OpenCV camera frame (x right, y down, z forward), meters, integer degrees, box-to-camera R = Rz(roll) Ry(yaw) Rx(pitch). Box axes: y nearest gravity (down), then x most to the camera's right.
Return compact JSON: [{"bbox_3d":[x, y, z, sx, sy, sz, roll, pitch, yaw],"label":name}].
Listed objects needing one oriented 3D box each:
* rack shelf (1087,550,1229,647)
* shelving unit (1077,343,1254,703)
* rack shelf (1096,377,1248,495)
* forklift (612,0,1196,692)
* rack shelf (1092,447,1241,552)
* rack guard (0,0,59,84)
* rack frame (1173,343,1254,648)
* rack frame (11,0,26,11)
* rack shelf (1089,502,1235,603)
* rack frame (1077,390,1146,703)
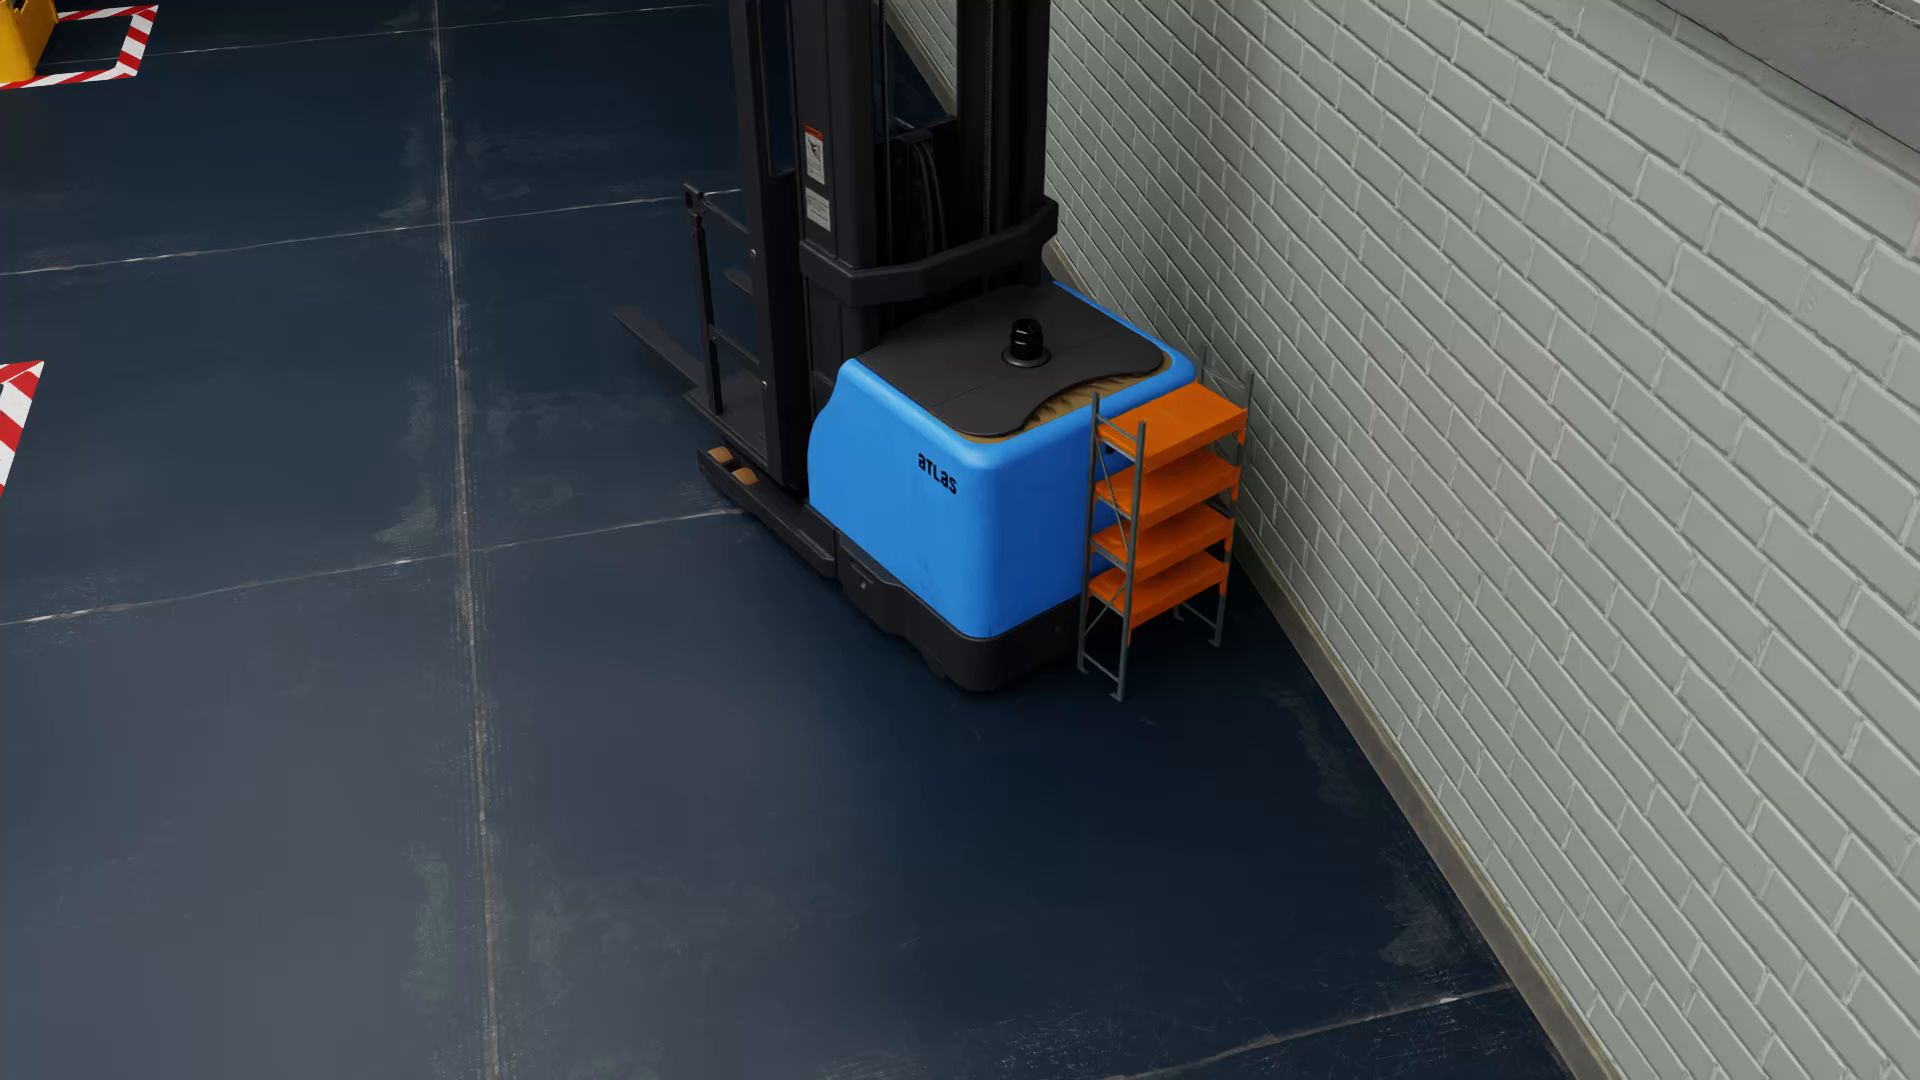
[{"bbox_3d":[0.702,0.170,5.978,0.480,0.148,0.258,-25,44,-29],"label":"rack shelf"},{"bbox_3d":[0.702,-0.041,5.817,0.503,1.200,0.258,-25,44,-29],"label":"shelving unit"},{"bbox_3d":[0.702,-0.354,5.578,0.480,0.148,0.258,-25,44,-29],"label":"rack shelf"},{"bbox_3d":[-0.449,-1.463,6.250,1.130,2.935,3.031,-25,44,-29],"label":"forklift"},{"bbox_3d":[0.702,-0.166,5.722,0.480,0.148,0.258,-25,44,-29],"label":"rack shelf"},{"bbox_3d":[-6.213,-3.435,10.828,0.348,0.500,1.175,-9,38,-12],"label":"rack guard"},{"bbox_3d":[0.895,-0.133,5.936,0.015,1.200,0.240,-25,44,-29],"label":"rack frame"},{"bbox_3d":[-6.237,-4.424,10.064,0.127,3.000,1.000,-9,38,-12],"label":"rack frame"},{"bbox_3d":[0.702,0.012,5.858,0.480,0.148,0.258,-25,44,-29],"label":"rack shelf"},{"bbox_3d":[0.510,0.050,5.697,0.015,1.200,0.240,-25,44,-29],"label":"rack frame"}]
